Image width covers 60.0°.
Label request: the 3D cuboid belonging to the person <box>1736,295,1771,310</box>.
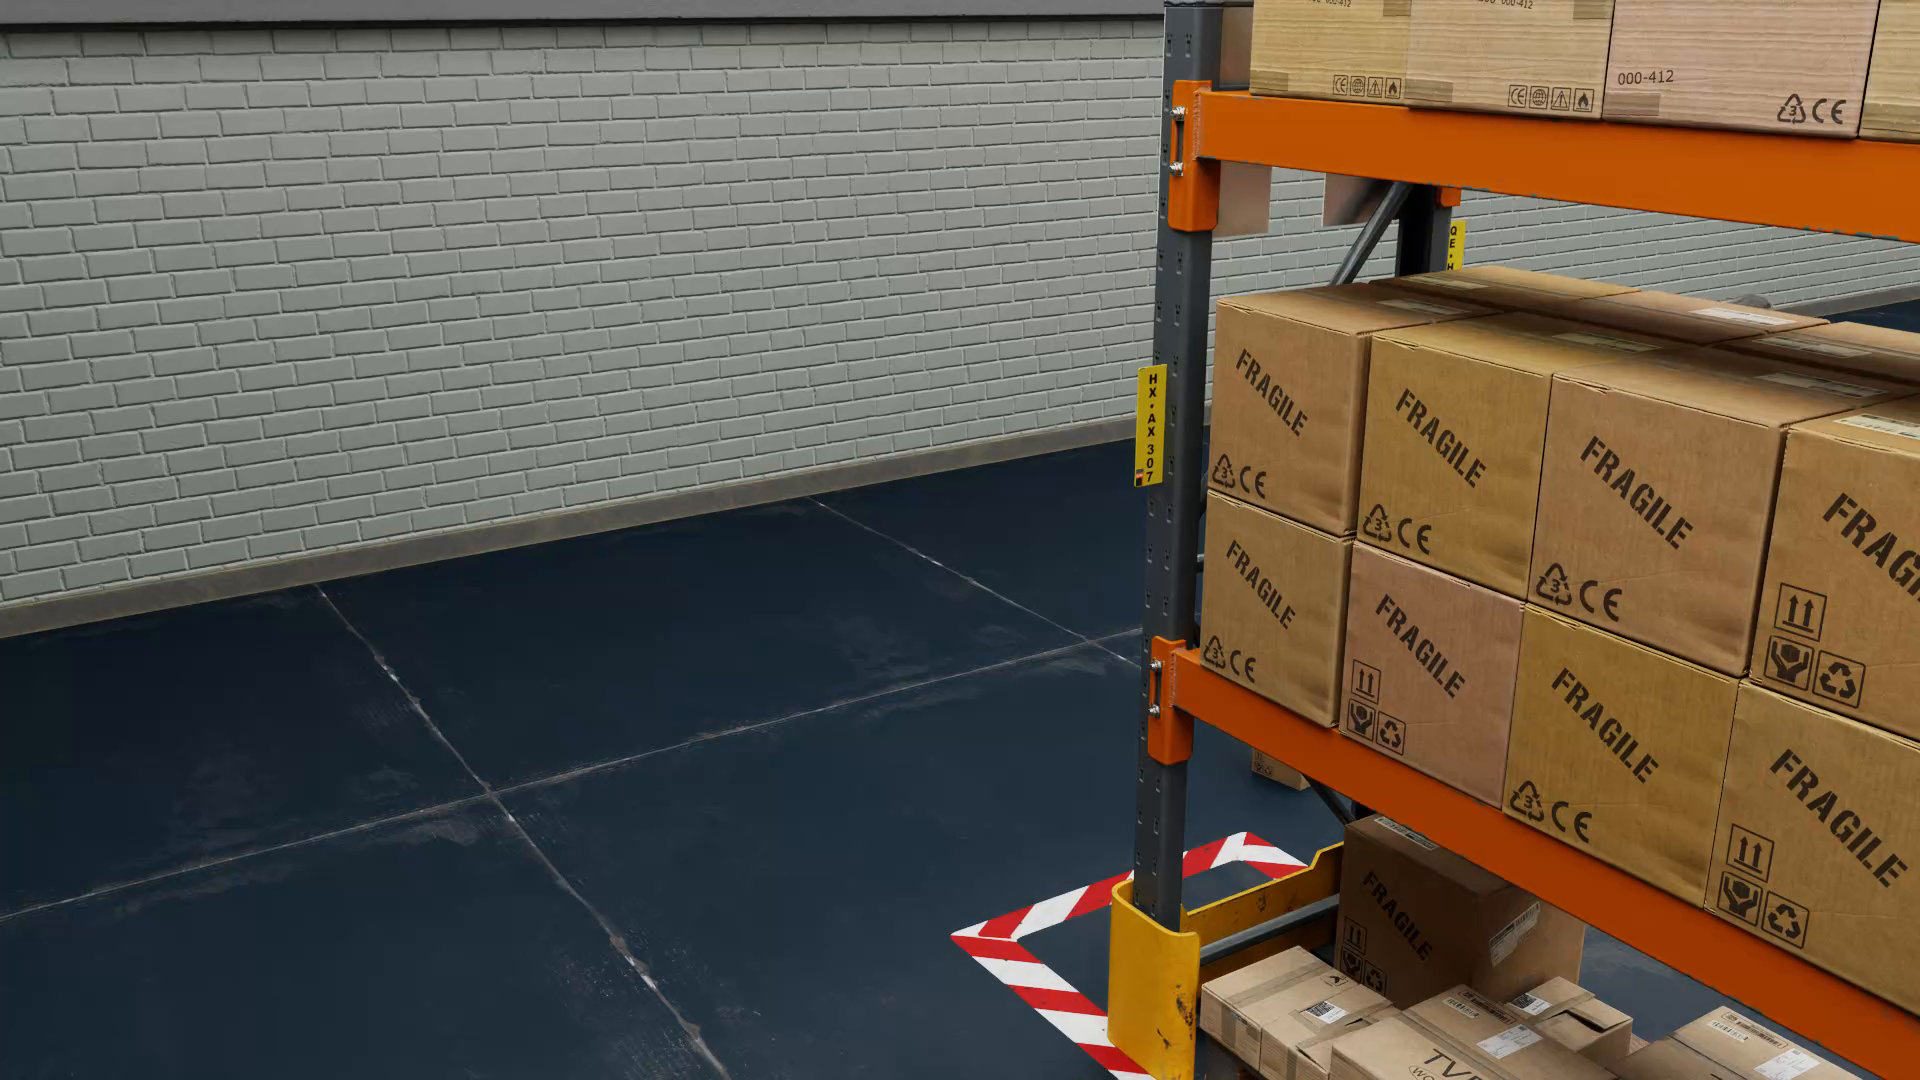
[{"bbox_3d":[3.857,-0.417,8.298,0.888,1.611,0.438,-8,20,-22],"label":"person"}]
